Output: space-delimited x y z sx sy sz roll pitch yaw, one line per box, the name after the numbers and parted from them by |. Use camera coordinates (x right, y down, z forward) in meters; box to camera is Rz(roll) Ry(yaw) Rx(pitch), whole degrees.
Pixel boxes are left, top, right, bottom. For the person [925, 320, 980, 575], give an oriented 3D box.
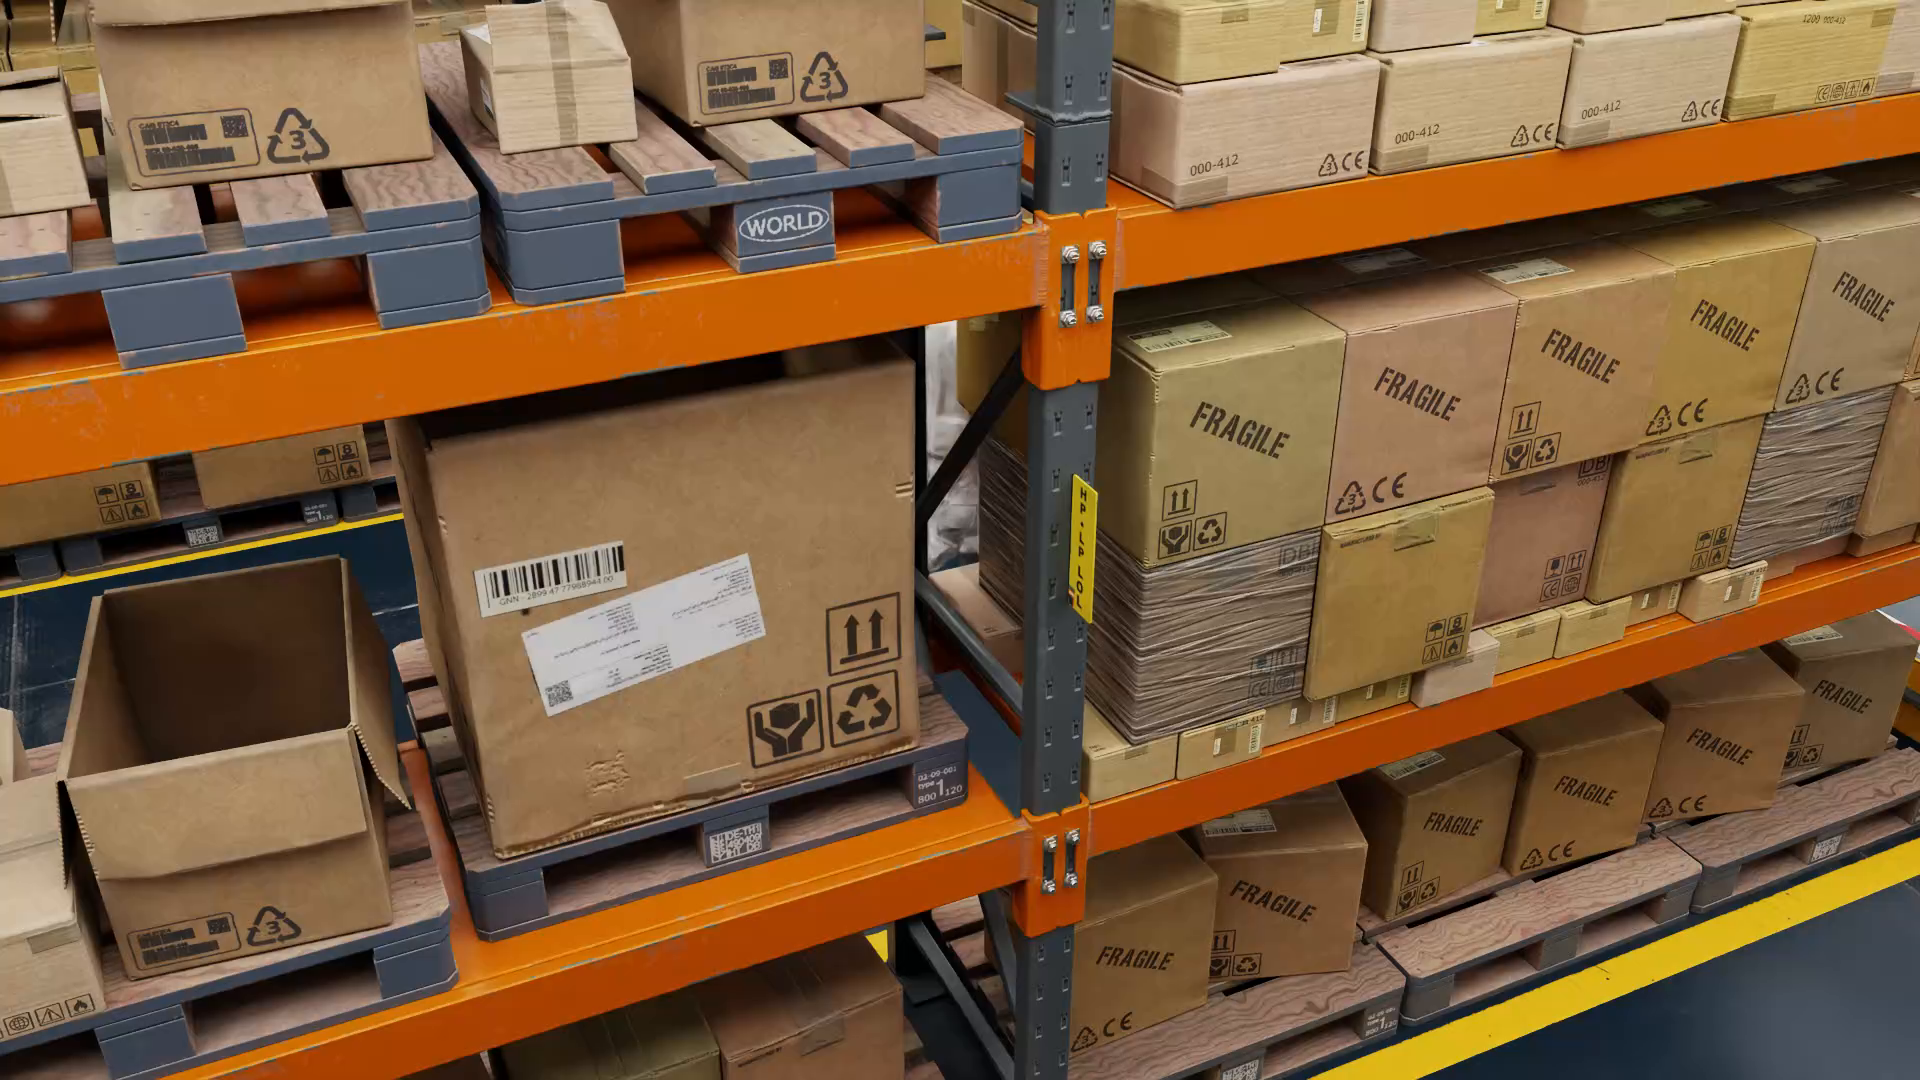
-0.073 -0.403 6.836 1.032 1.753 0.527 -21 35 -33 | person
